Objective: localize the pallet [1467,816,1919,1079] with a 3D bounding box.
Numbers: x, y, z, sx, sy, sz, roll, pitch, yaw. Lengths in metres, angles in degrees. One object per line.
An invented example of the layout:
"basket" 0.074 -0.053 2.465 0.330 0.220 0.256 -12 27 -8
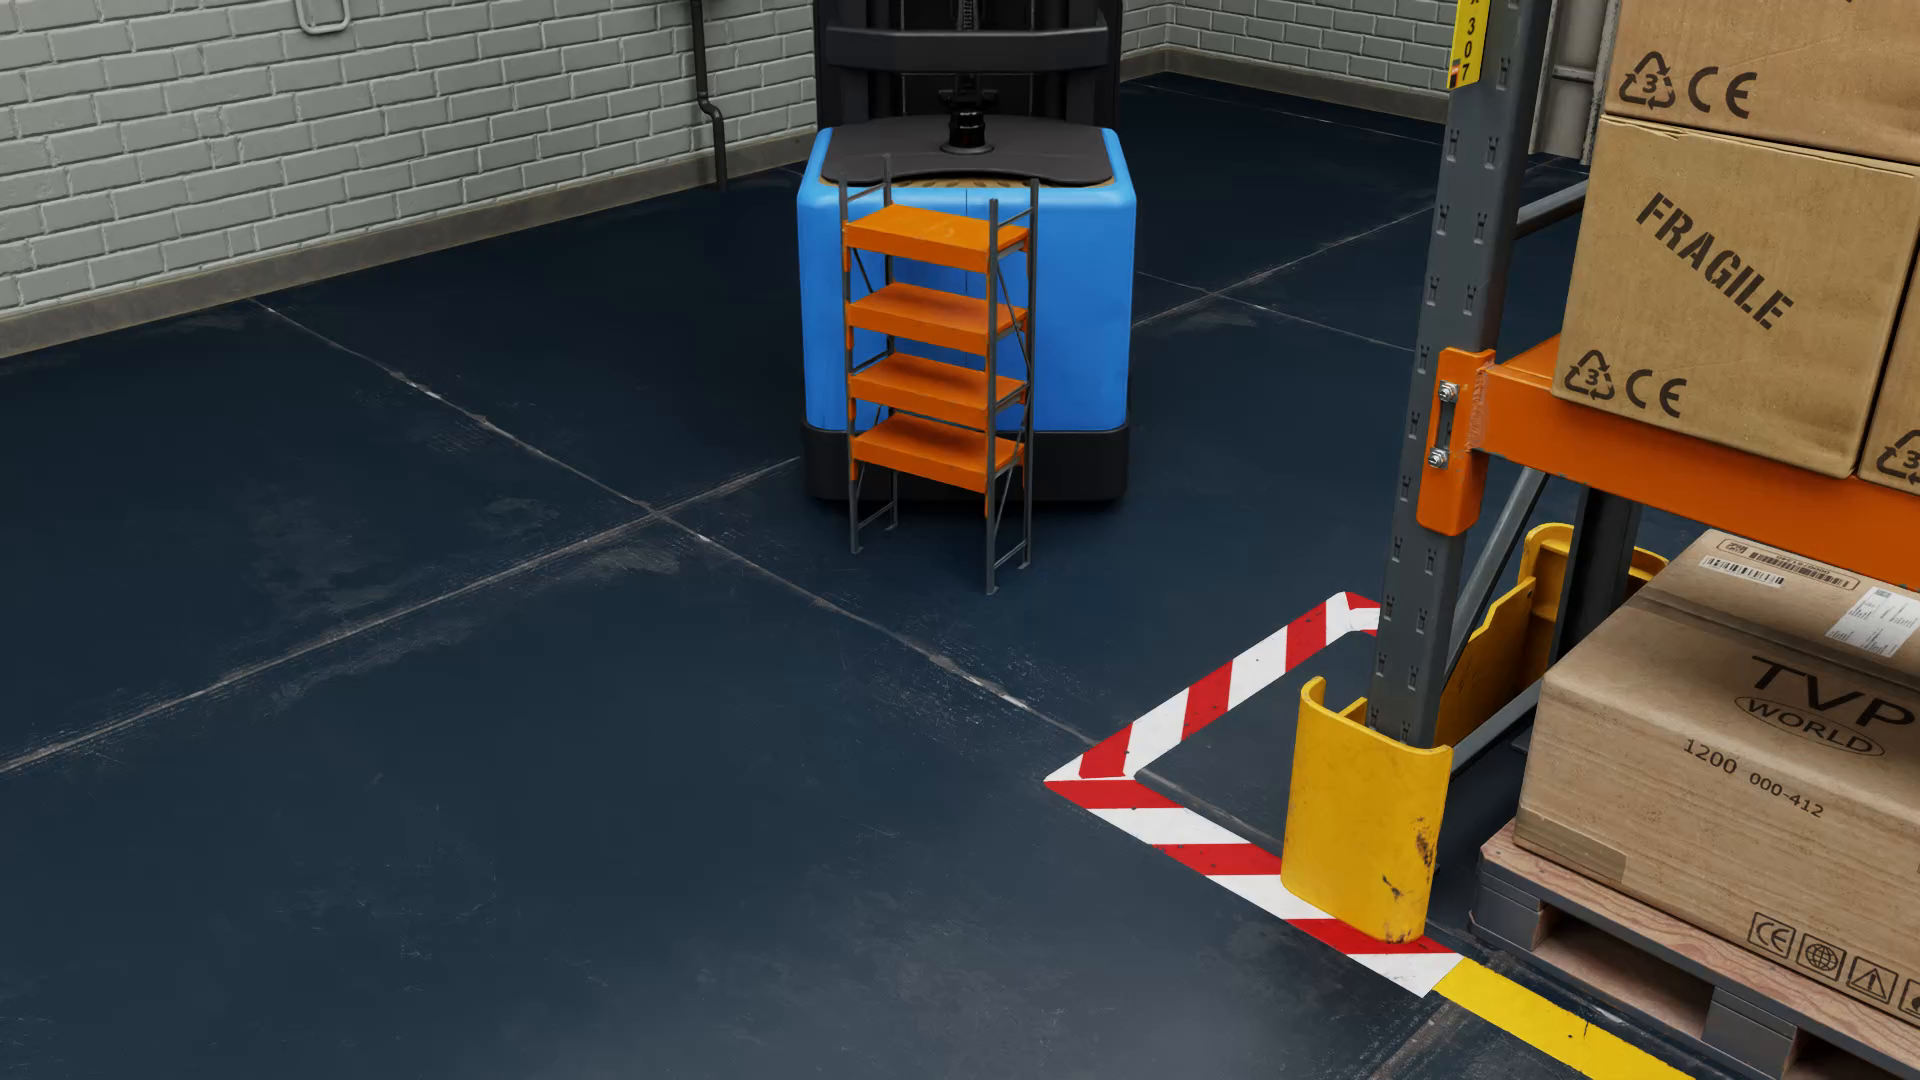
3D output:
"pallet" 1.876 0.786 3.529 1.213 0.211 1.003 25 36 38

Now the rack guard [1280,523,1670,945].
"rack guard" 1.234 0.415 3.924 0.348 0.500 1.175 25 36 38

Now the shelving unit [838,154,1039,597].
"shelving unit" -0.061 -0.472 4.858 0.503 1.200 0.258 16 32 28

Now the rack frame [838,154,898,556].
"rack frame" -0.268 -0.531 4.972 0.015 1.200 0.240 16 32 28

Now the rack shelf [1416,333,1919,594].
"rack shelf" 2.677 0.287 2.254 4.000 0.370 1.077 25 36 38

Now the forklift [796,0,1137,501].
"forklift" 0.029 -2.064 6.026 1.130 2.935 3.031 0 28 0

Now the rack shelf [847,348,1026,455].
"rack shelf" -0.061 -0.412 4.889 0.480 0.148 0.258 16 32 28

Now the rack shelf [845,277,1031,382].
"rack shelf" -0.061 -0.610 4.785 0.480 0.148 0.258 16 32 28

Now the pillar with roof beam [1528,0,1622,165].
"pillar with roof beam" 0.419 -4.738 4.591 0.400 9.000 9.100 25 36 38

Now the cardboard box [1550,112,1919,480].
"cardboard box" 1.392 -0.476 2.825 0.500 0.500 0.500 24 36 38

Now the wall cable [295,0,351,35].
"wall cable" -2.786 -2.979 6.568 0.123 1.953 0.585 25 36 38

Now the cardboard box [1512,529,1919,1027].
"cardboard box" 1.791 0.447 3.479 0.875 0.438 0.875 23 36 37

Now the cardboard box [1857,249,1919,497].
"cardboard box" 1.772 -0.320 2.529 0.500 0.500 0.500 24 36 38

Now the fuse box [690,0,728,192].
"fuse box" -1.210 -2.595 8.347 0.414 1.711 0.539 25 36 38

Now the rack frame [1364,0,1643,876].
"rack frame" 1.251 -0.684 3.327 0.127 3.000 1.000 25 36 38

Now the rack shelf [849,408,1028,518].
"rack shelf" -0.061 -0.236 4.982 0.480 0.148 0.258 16 32 28

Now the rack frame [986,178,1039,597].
"rack frame" 0.147 -0.412 4.744 0.015 1.200 0.240 16 32 28

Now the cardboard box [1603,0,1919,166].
"cardboard box" 1.393 -0.919 2.594 0.500 0.500 0.500 24 36 37

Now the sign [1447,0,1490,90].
"sign" 0.857 -0.920 2.761 0.005 0.325 0.100 25 36 38

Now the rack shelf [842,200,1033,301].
"rack shelf" -0.061 -0.820 4.675 0.480 0.148 0.258 16 32 28
